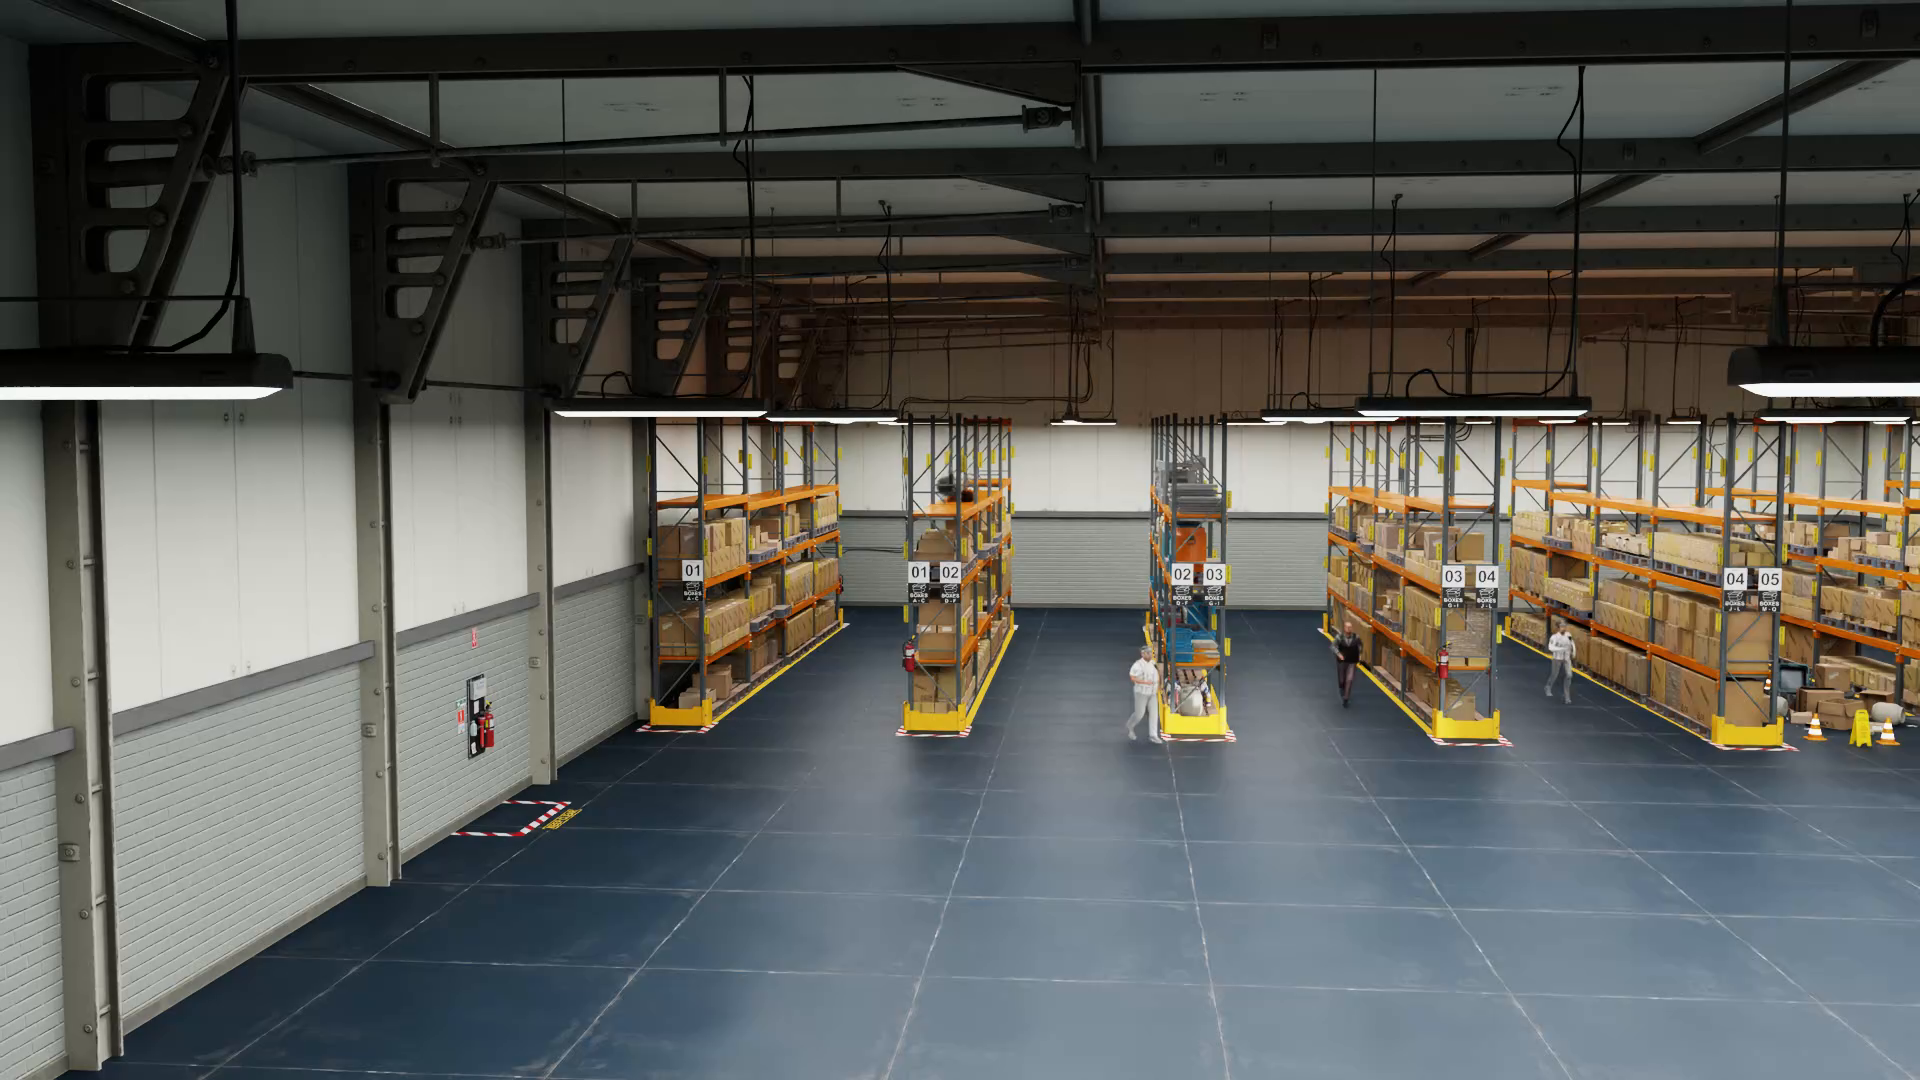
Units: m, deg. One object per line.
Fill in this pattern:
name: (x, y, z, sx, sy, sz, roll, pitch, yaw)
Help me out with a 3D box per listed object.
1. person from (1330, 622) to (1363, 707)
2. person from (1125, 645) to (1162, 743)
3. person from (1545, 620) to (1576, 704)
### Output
person: (8.037, 2.554, 34.543, 0.683, 1.714, 0.945, 1, 4, 8)
person: (3.369, 2.780, 30.290, 0.661, 1.770, 0.877, -2, 5, -33)
person: (12.613, 2.533, 34.897, 0.621, 1.746, 0.880, 0, 4, 0)
